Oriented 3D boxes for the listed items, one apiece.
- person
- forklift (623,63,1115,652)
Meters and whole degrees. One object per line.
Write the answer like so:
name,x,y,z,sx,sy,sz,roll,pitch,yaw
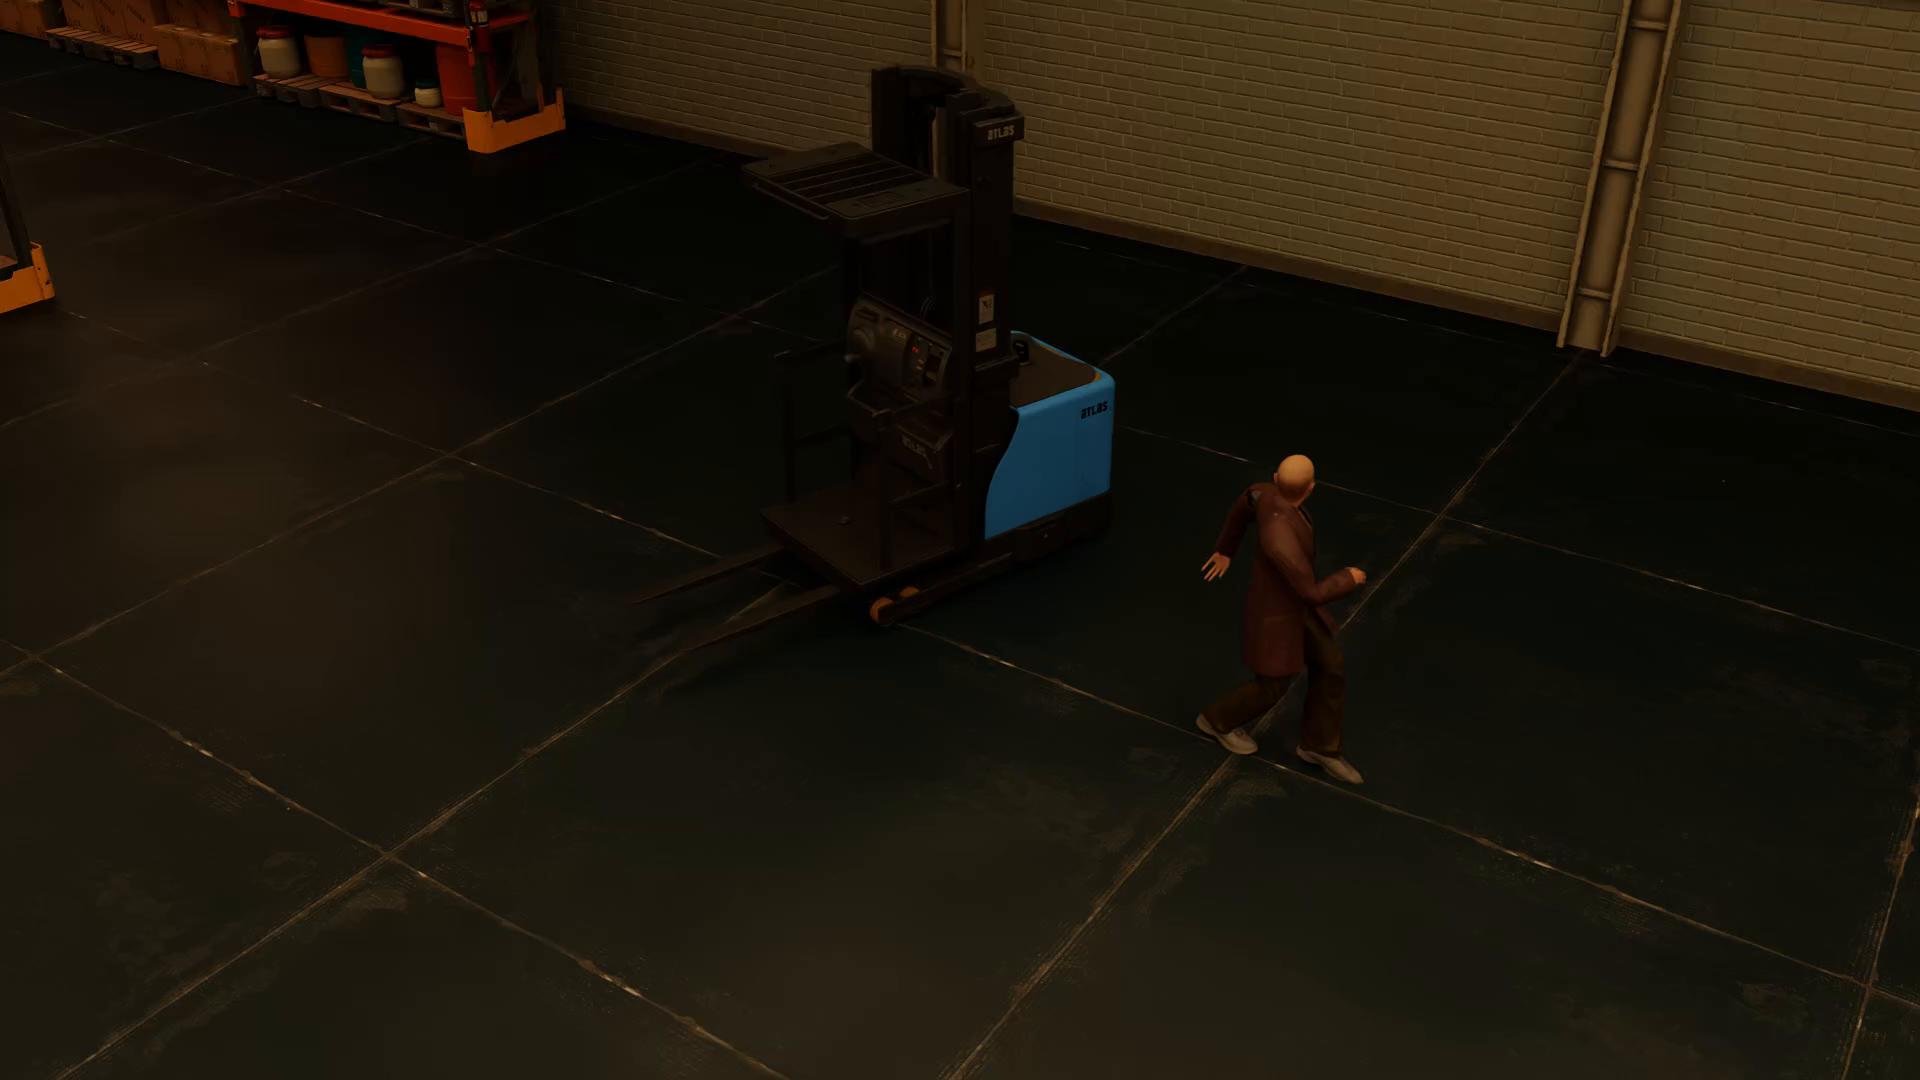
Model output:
person,1.612,0.363,8.217,1.009,1.727,0.613,14,33,23
forklift,-0.518,-1.067,9.418,3.031,2.935,1.130,-21,36,-32
